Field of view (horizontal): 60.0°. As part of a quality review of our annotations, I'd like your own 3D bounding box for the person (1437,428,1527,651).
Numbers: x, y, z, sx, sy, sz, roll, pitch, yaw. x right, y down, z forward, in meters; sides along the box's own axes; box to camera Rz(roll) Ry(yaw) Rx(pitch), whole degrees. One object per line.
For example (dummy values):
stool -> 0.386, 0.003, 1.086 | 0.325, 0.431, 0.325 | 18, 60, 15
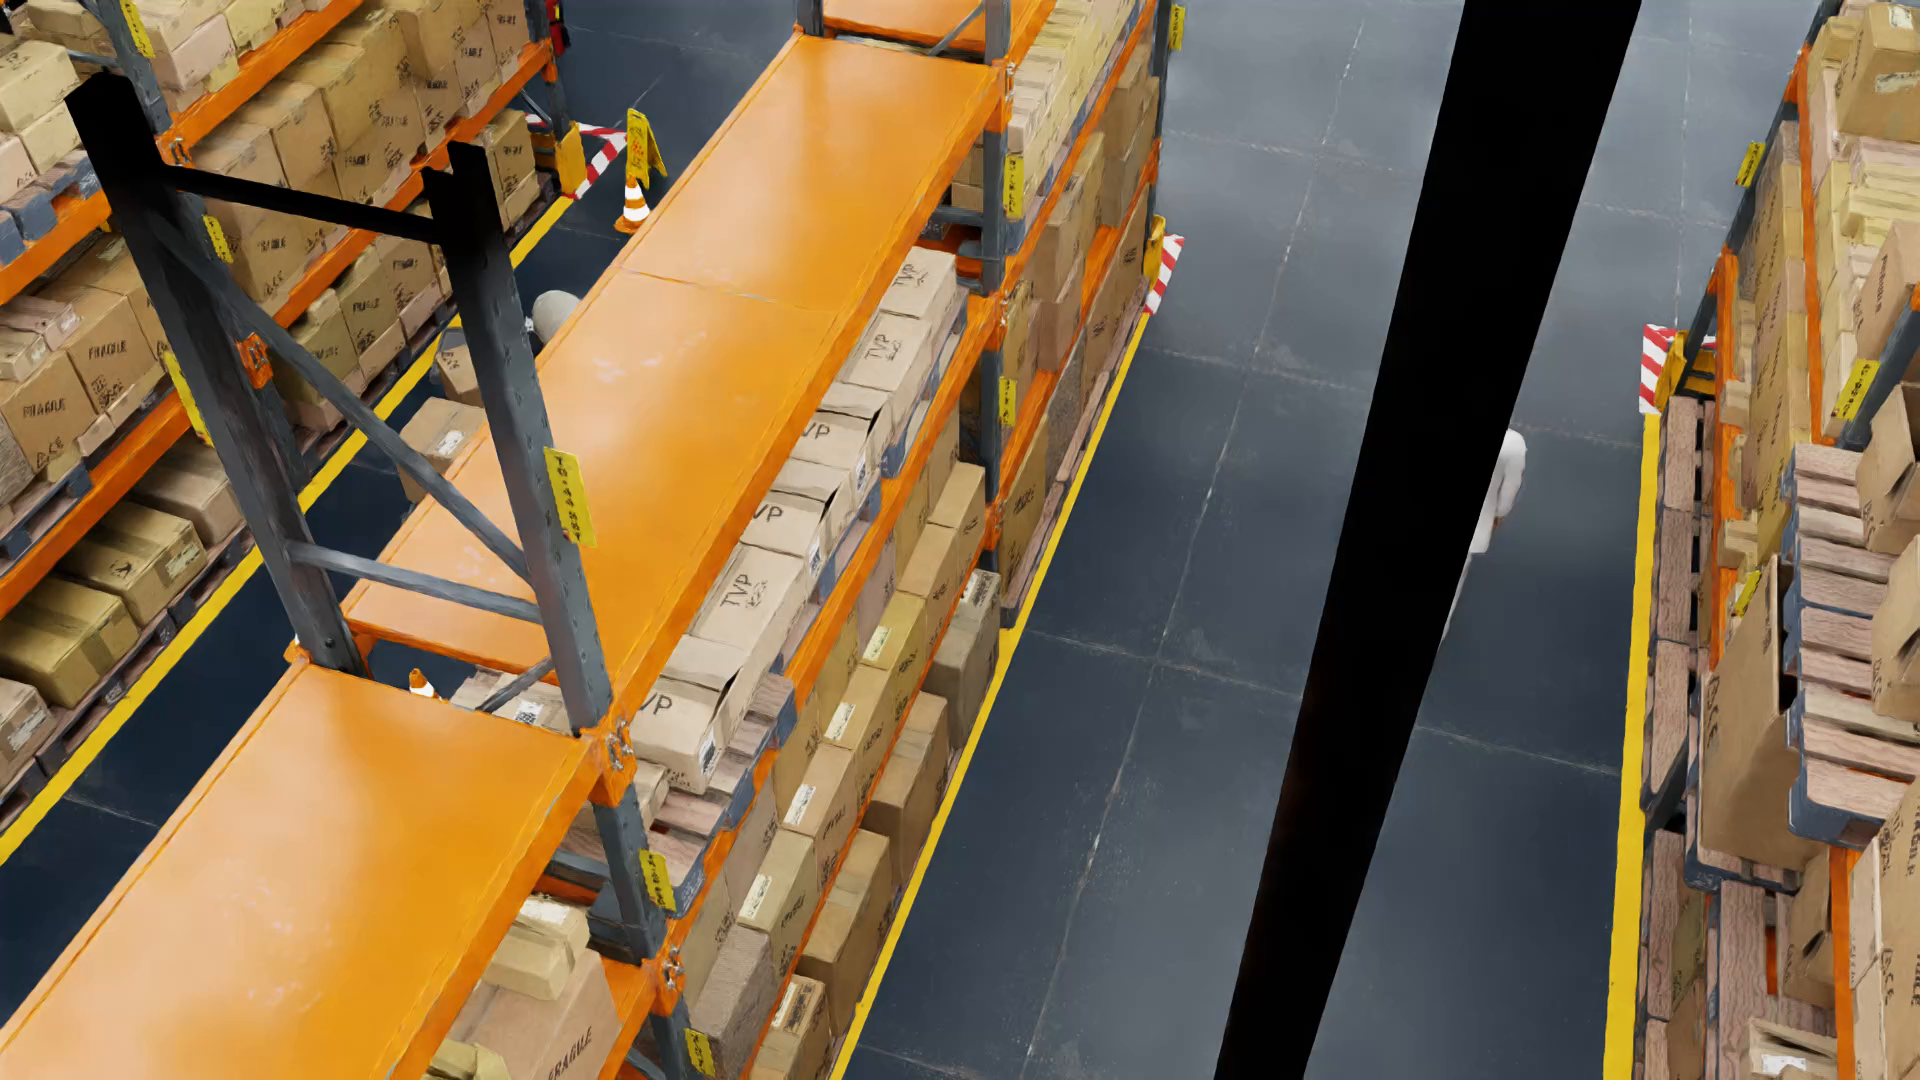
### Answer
person -> 3.086, -0.270, 10.187 | 0.598, 1.698, 1.193 | 15, 48, 15
